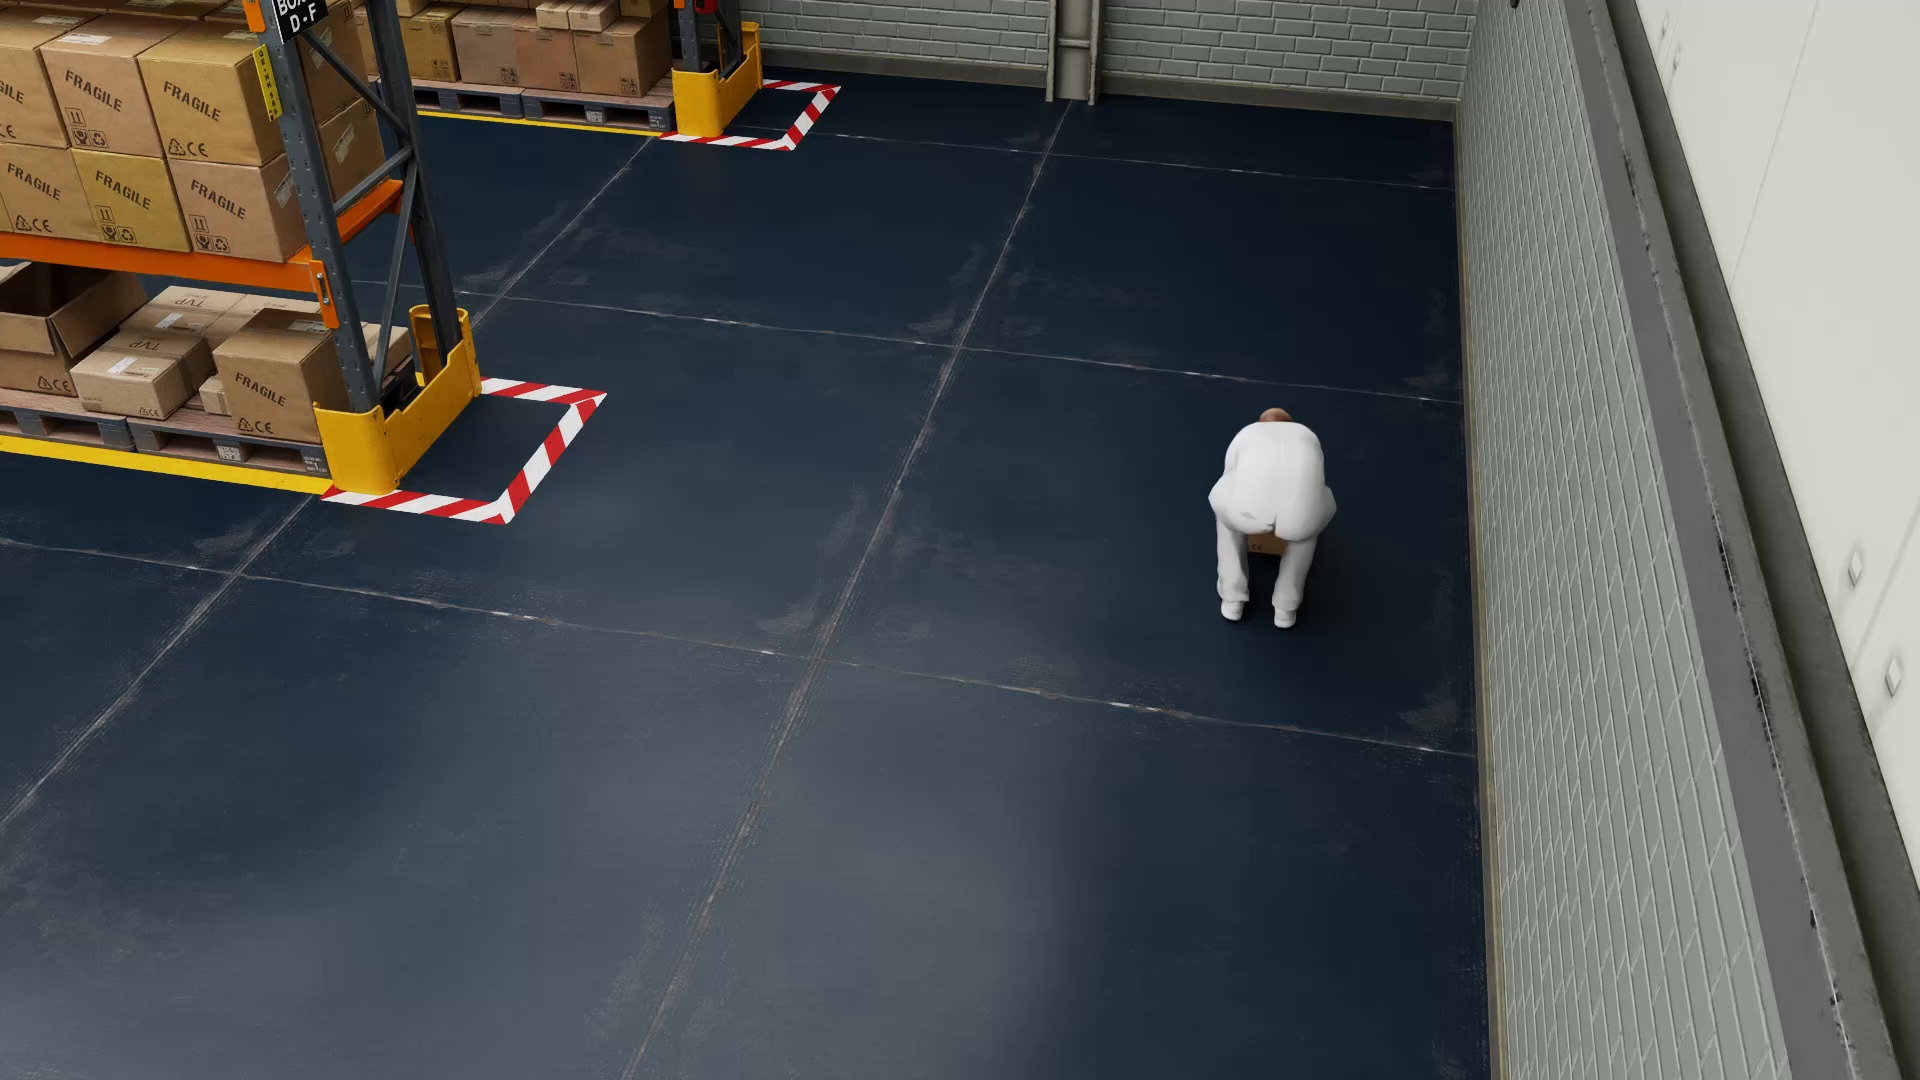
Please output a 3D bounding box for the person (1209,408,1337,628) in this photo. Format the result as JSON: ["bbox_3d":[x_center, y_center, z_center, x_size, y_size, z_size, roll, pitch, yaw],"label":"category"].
[{"bbox_3d":[1.480,-0.164,7.919,0.595,0.943,0.947,6,37,8],"label":"person"}]
